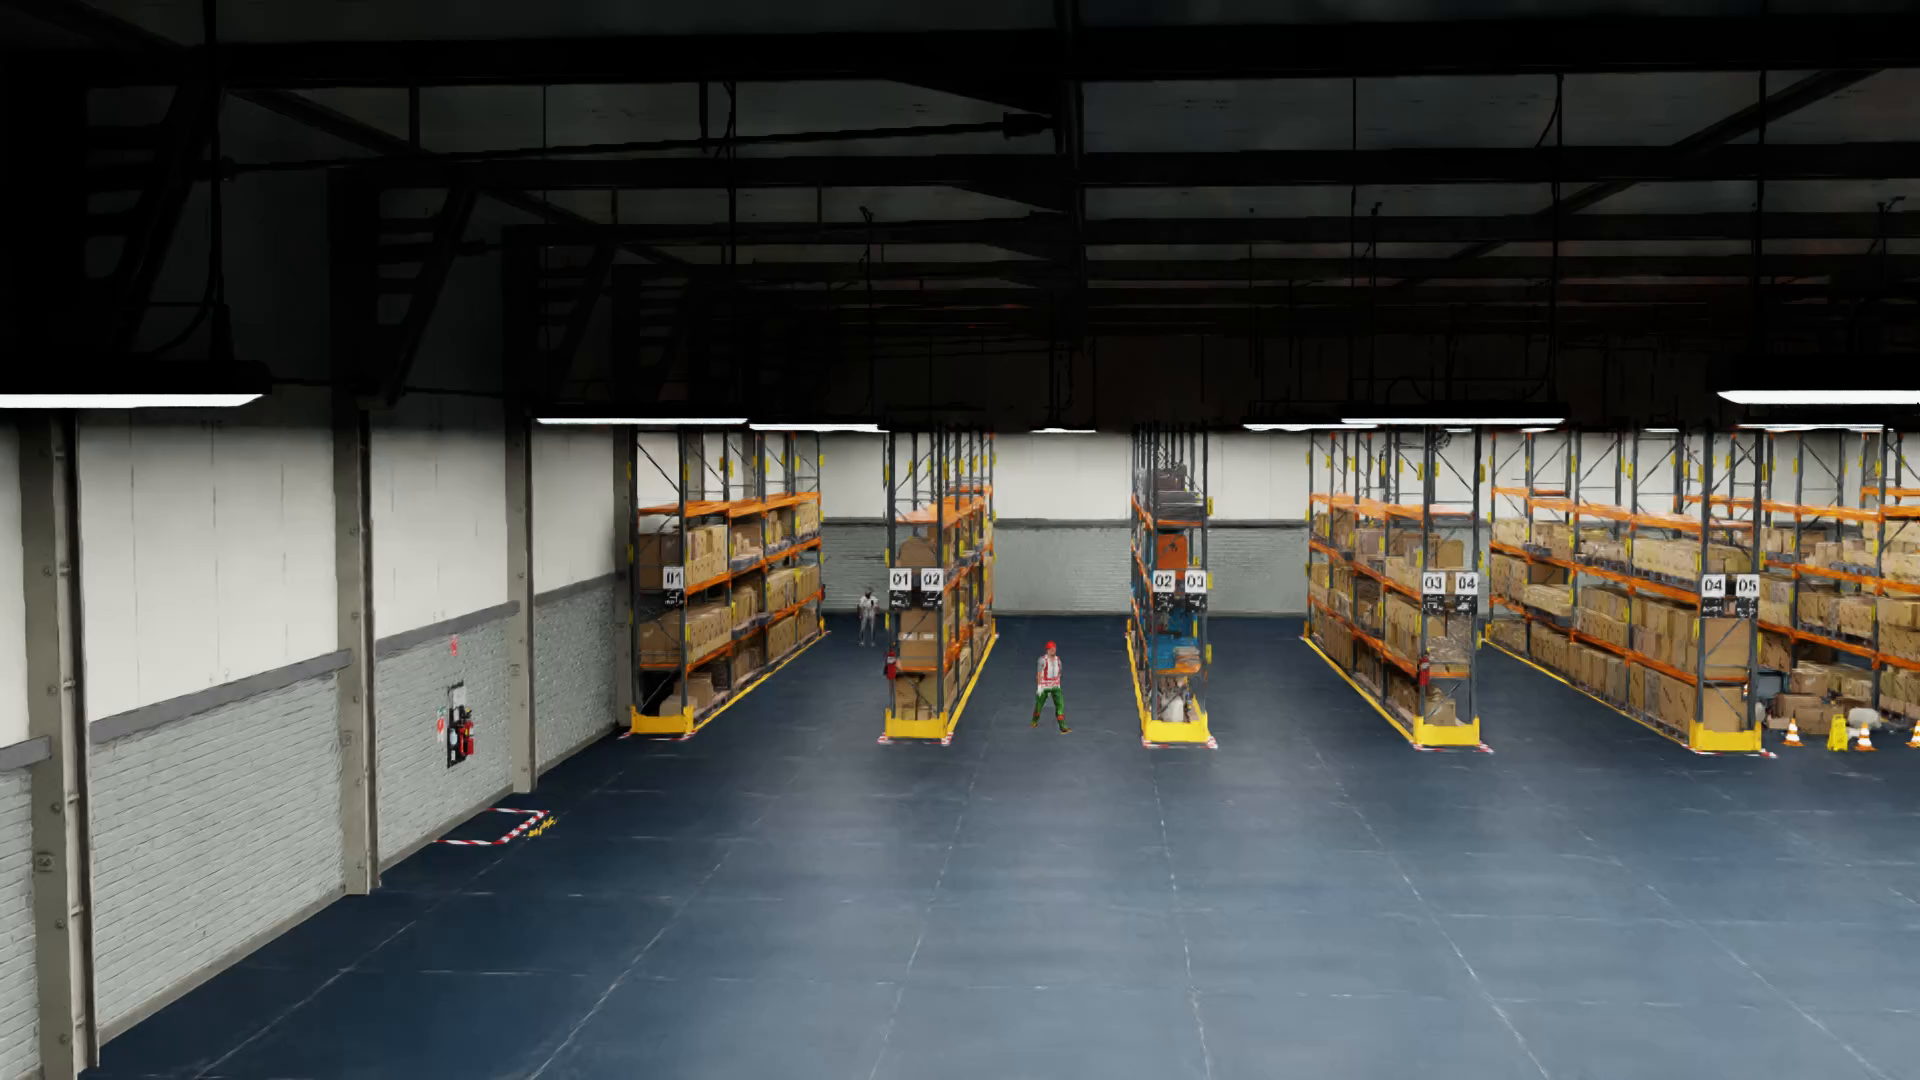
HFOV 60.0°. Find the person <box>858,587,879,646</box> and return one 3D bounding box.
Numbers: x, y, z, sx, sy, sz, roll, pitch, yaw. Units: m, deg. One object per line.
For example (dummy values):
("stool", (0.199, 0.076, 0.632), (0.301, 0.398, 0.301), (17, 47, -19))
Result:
("person", (-2.478, 2.068, 45.033), (0.592, 1.629, 0.531), (0, 4, 2))

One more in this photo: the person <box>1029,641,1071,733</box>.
("person", (1.716, 2.819, 32.028), (0.577, 1.762, 0.948), (-1, 4, -21))
